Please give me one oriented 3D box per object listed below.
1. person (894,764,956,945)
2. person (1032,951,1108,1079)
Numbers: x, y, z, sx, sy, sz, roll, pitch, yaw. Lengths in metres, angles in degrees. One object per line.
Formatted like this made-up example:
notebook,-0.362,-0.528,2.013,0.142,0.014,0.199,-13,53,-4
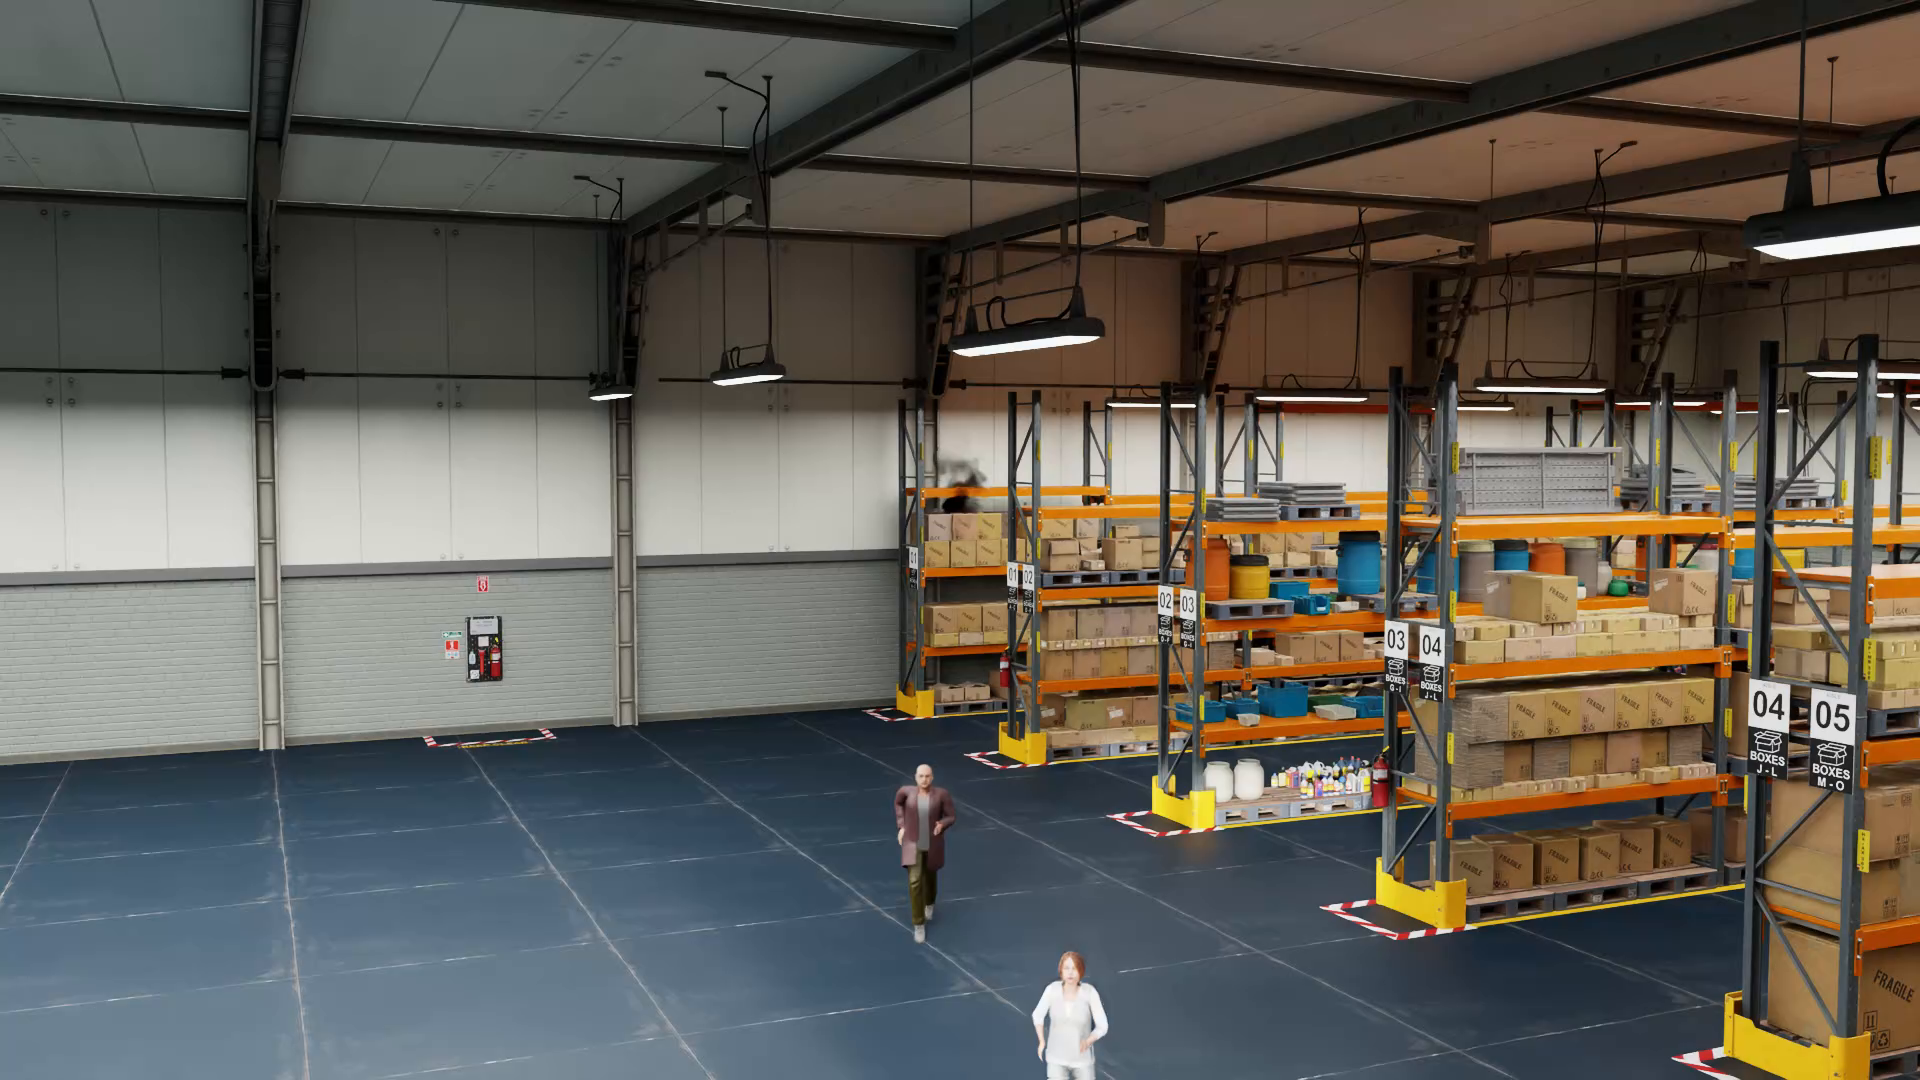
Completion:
person,-0.373,3.244,17.588,0.649,1.804,1.026,0,3,-3
person,0.778,3.687,11.807,0.546,1.561,0.743,0,3,7
